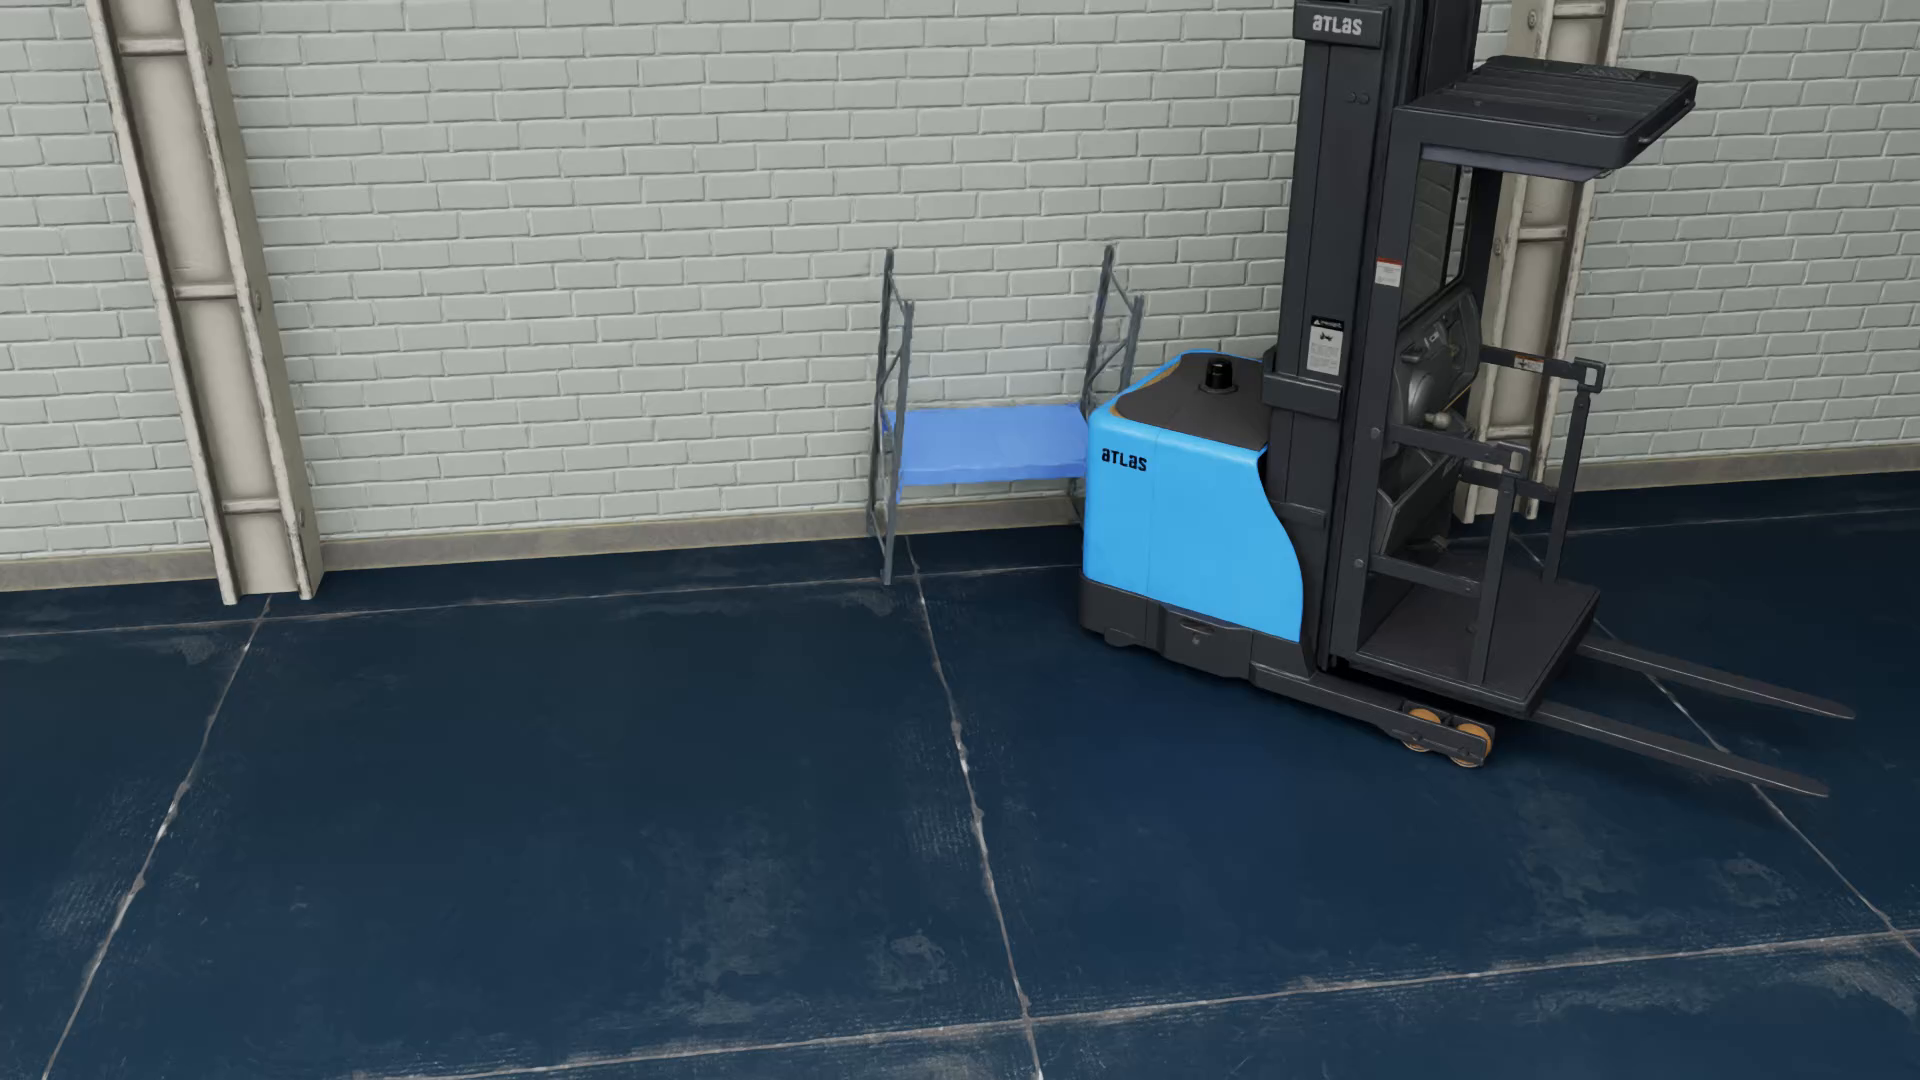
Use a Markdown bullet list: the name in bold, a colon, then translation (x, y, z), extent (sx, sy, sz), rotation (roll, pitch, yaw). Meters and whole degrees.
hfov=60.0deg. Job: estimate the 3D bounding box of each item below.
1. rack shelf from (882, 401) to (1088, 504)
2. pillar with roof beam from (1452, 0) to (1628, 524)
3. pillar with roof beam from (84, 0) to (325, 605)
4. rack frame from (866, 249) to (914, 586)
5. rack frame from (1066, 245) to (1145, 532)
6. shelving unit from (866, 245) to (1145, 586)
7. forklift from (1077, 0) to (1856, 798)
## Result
- **rack shelf**: translation (0.150, -0.420, 7.799), extent (1.000, 0.185, 0.538), rotation (-3, 38, -13)
- **pillar with roof beam**: translation (3.320, -2.223, 2.724), extent (0.400, 9.000, 9.100), rotation (-4, 27, -7)
- **pillar with roof beam**: translation (-2.622, -1.841, 1.981), extent (0.400, 9.000, 9.100), rotation (-4, 27, -7)
- **rack frame**: translation (-0.328, -0.535, 7.577), extent (0.032, 1.500, 0.500), rotation (-3, 38, -13)
- **rack frame**: translation (0.661, -0.592, 7.808), extent (0.032, 1.500, 0.500), rotation (-3, 38, -13)
- **shelving unit**: translation (0.166, -0.563, 7.692), extent (1.048, 1.500, 0.538), rotation (-3, 38, -13)
- **forklift**: translation (2.034, -0.691, 6.386), extent (3.031, 2.935, 1.130), rotation (17, 32, 29)
